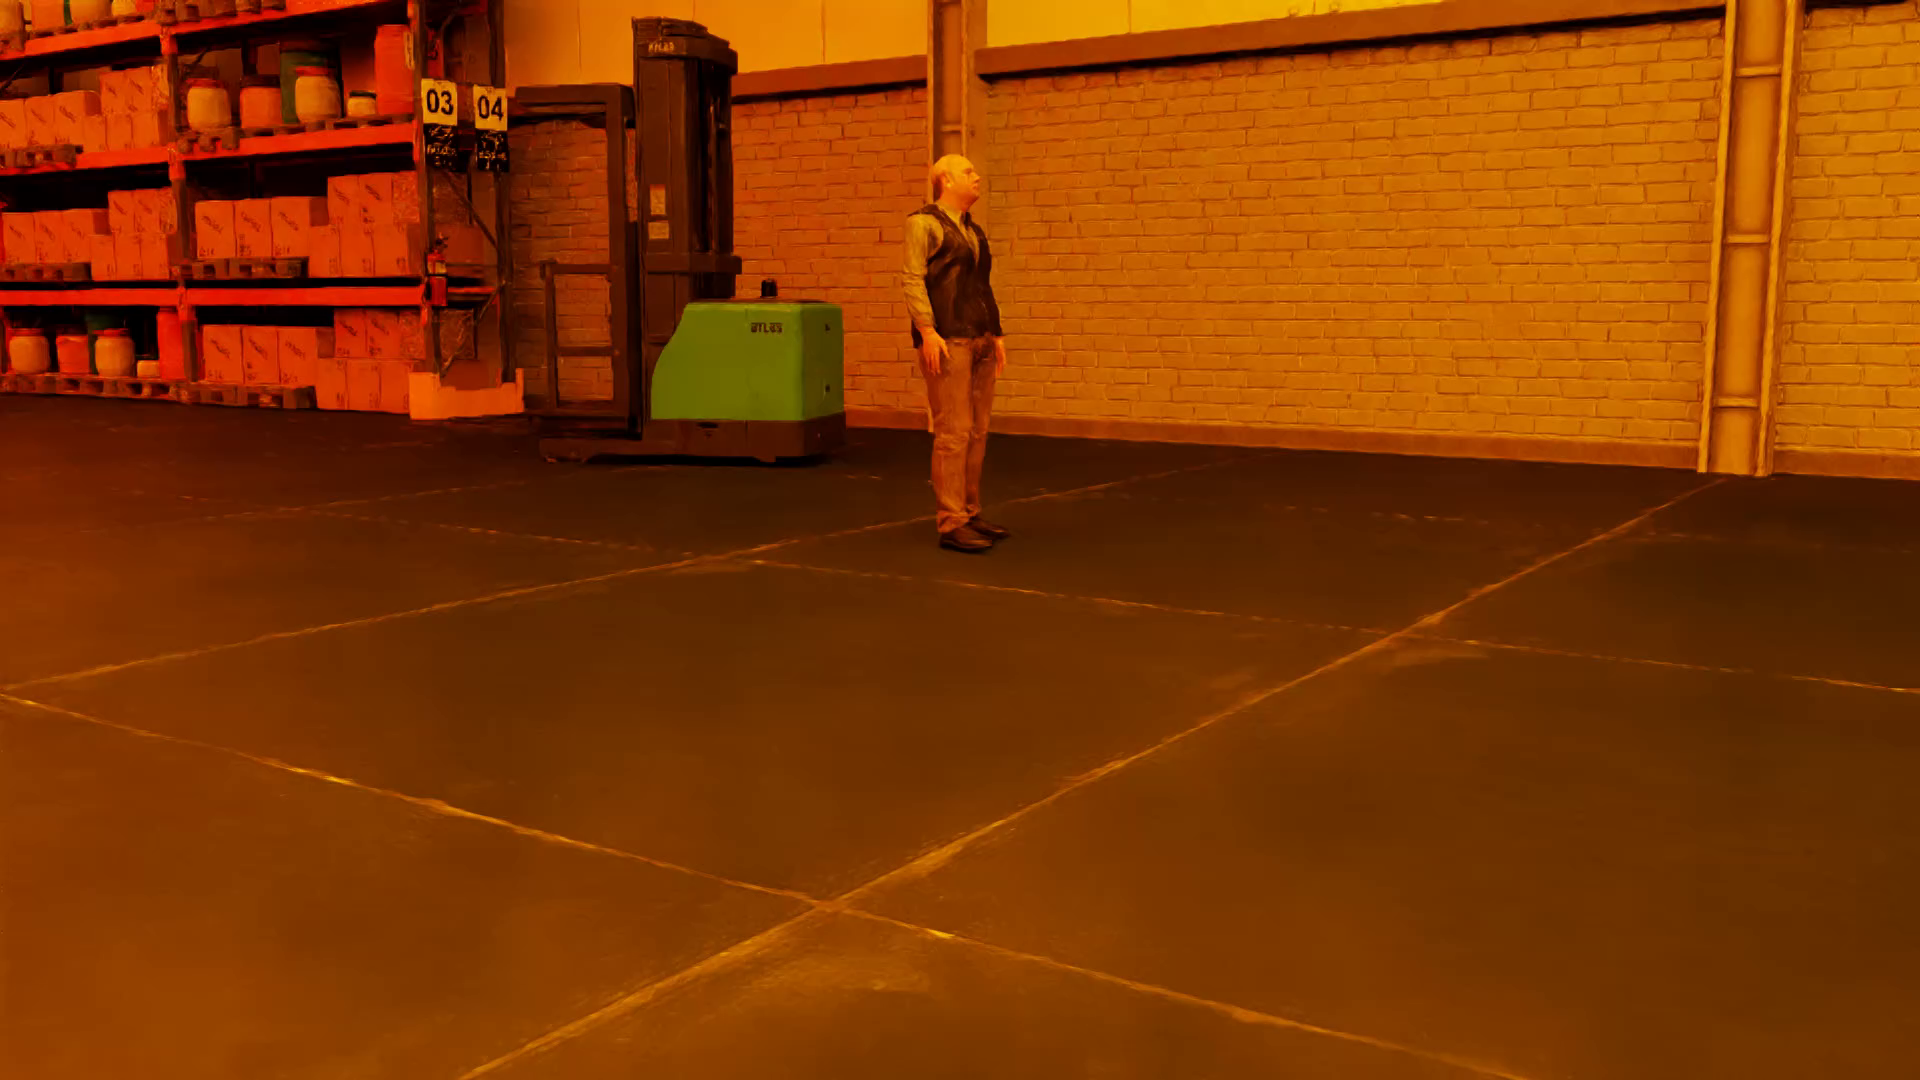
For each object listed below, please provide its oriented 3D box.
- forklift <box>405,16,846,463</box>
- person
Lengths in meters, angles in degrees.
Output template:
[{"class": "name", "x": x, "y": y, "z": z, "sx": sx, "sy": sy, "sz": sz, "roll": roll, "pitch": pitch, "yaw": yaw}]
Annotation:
[{"class": "forklift", "x": -2.383, "y": -2.043, "z": 11.563, "sx": 3.031, "sy": 2.935, "sz": 1.130, "roll": 2, "pitch": 8, "yaw": 14}, {"class": "person", "x": 0.047, "y": -0.853, "z": 7.440, "sx": 0.567, "sy": 1.720, "sz": 0.632, "roll": 5, "pitch": 10, "yaw": 34}]
